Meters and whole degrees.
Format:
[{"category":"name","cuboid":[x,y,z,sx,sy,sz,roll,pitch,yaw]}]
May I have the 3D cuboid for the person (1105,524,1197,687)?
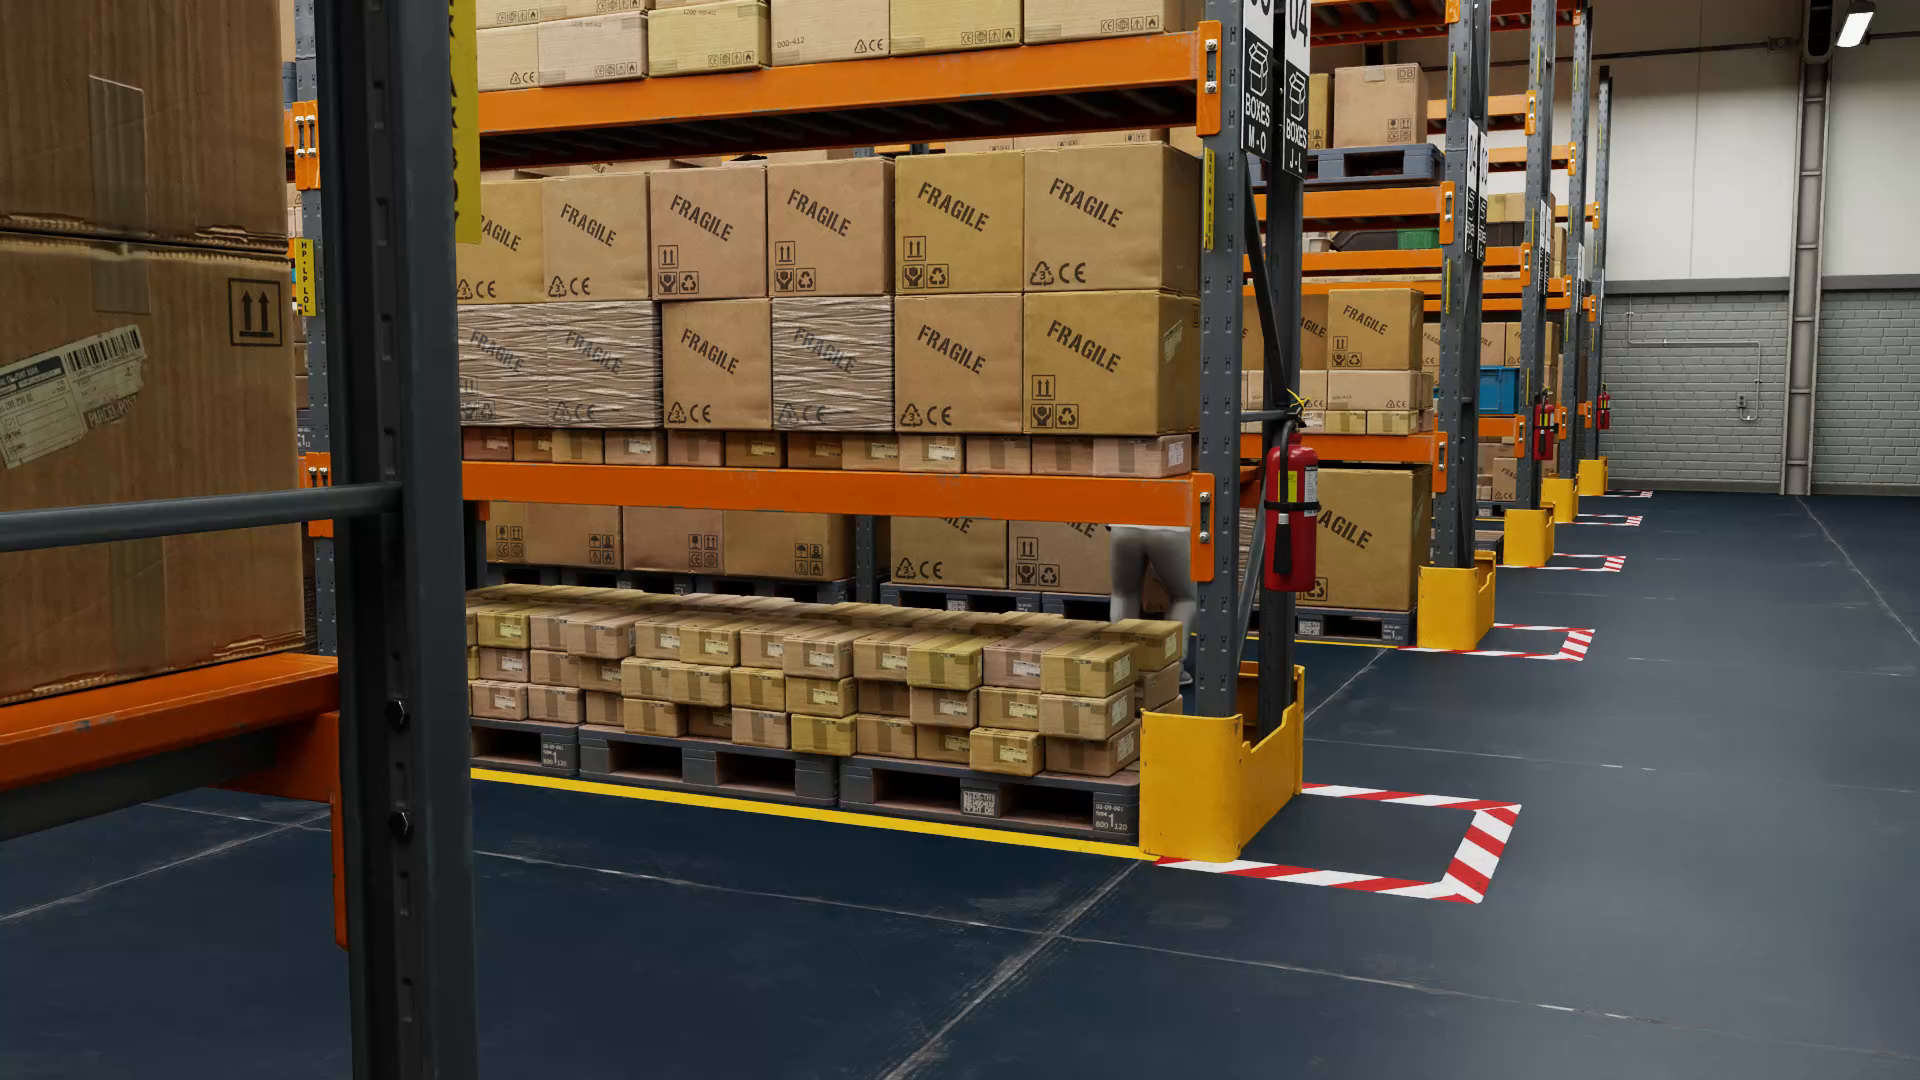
[{"category":"person","cuboid":[1.125,0.168,9.176,0.491,1.196,1.038,2,6,22]}]
